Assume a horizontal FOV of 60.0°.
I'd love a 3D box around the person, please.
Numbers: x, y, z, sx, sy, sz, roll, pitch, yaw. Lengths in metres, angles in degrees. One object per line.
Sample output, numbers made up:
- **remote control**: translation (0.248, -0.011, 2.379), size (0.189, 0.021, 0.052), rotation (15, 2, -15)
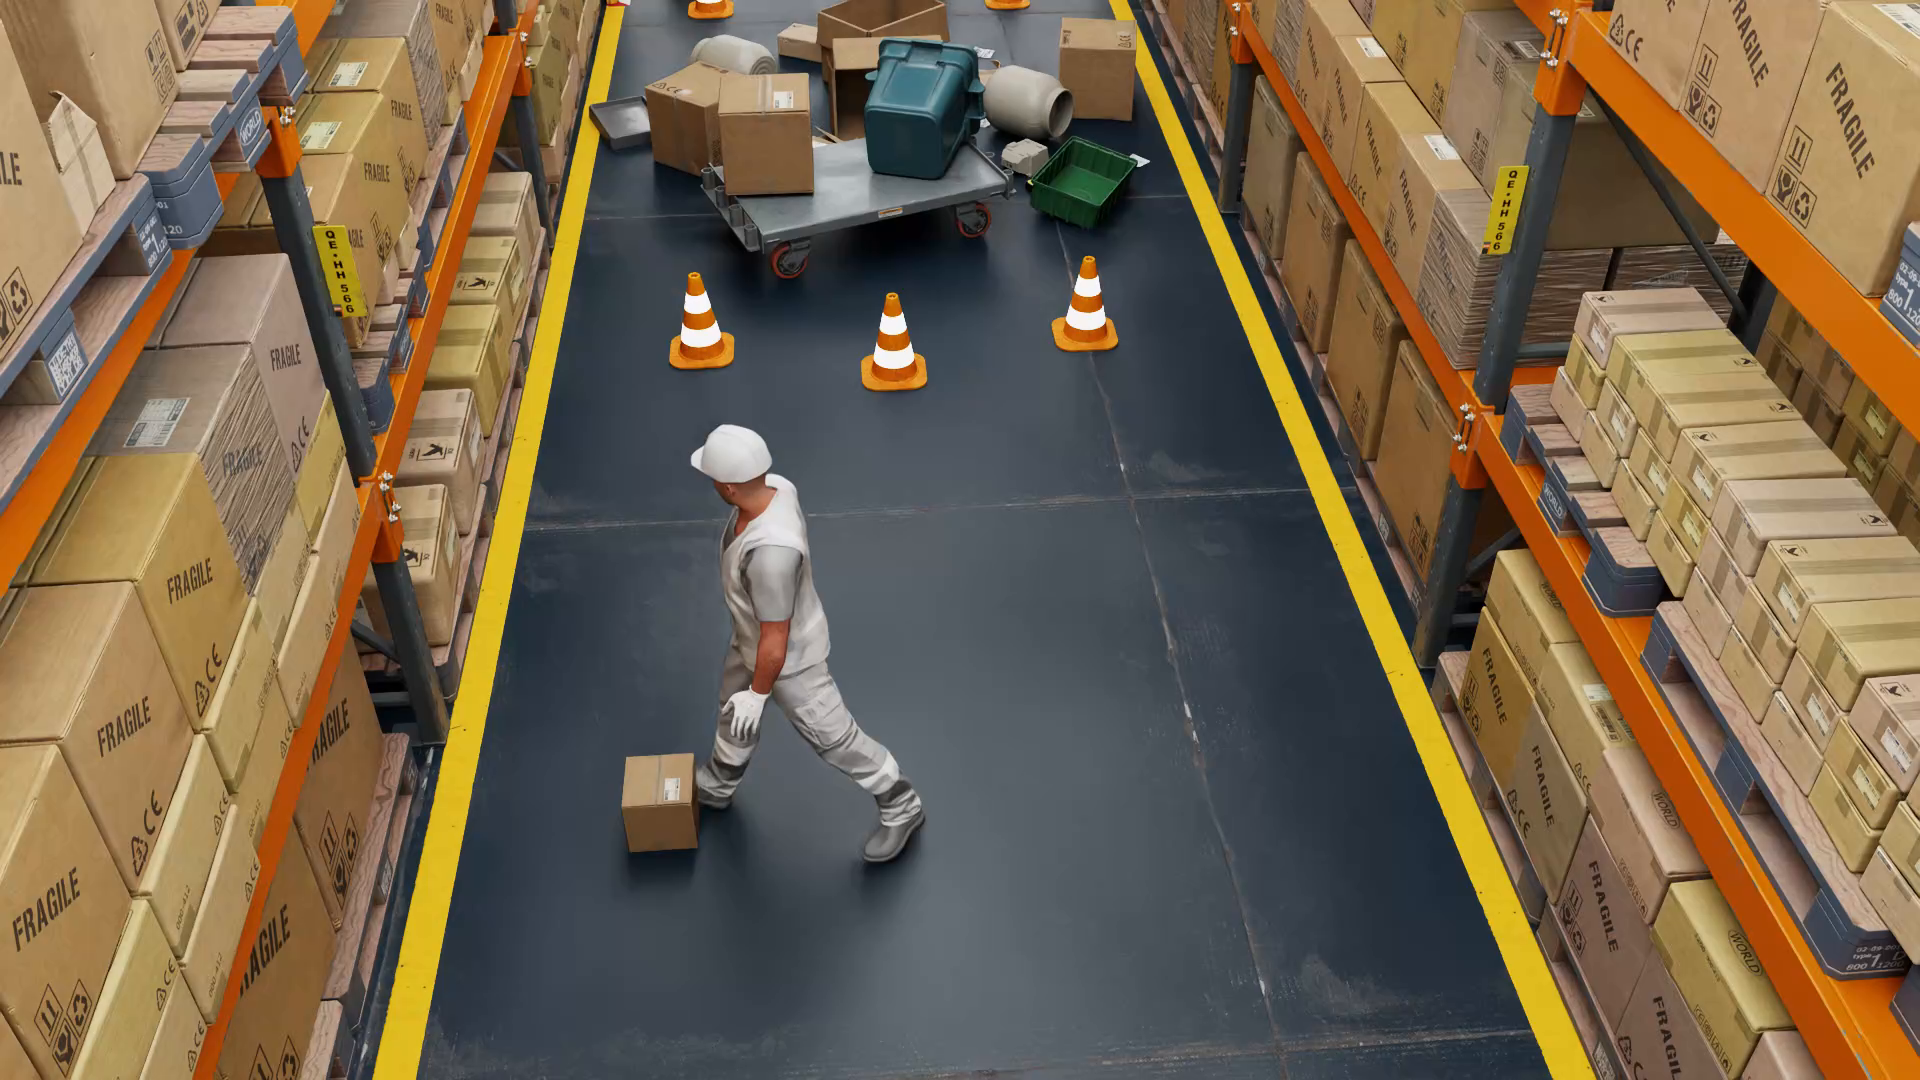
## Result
- **person**: translation (-0.632, 0.378, 5.680), size (0.956, 1.754, 0.647), rotation (-8, 39, -10)
